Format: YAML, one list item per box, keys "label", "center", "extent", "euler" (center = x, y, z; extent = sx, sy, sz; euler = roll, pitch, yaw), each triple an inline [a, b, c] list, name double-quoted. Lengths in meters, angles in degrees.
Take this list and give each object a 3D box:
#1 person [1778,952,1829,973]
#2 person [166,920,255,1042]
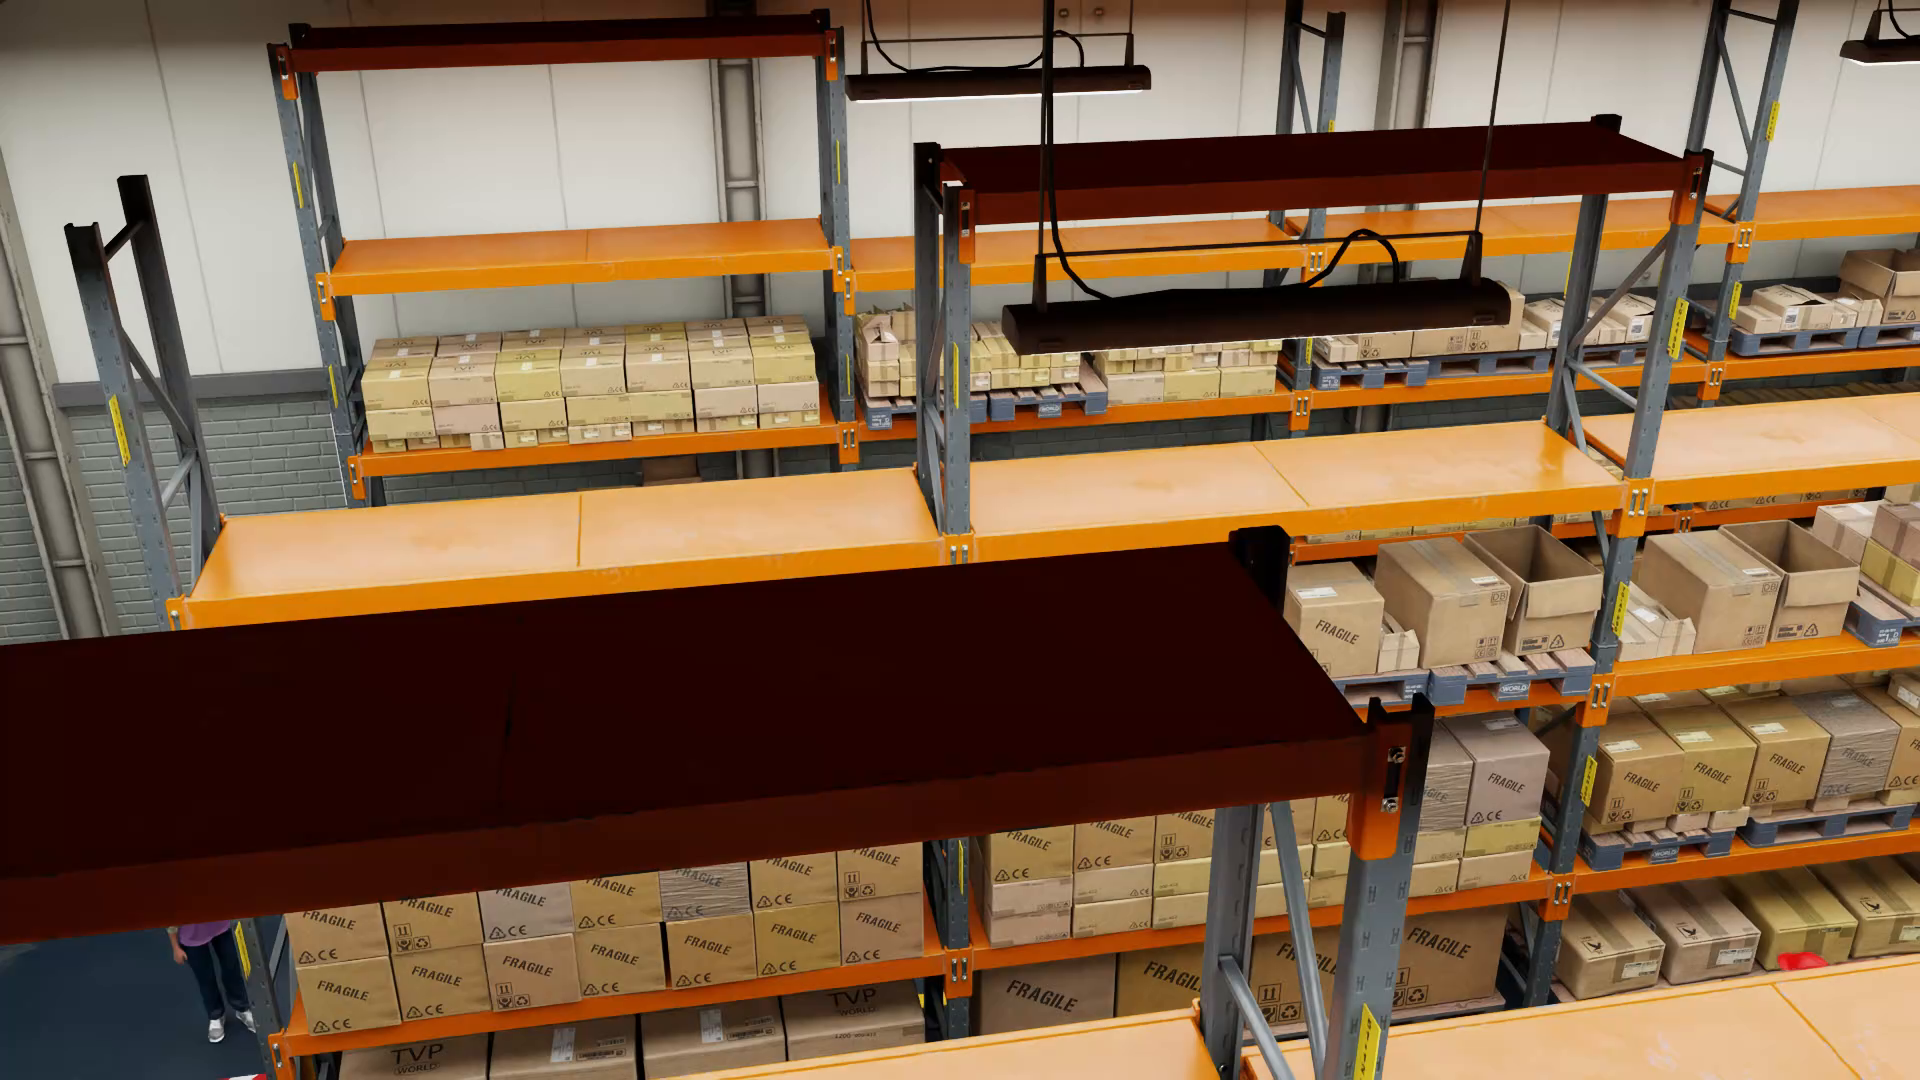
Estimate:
- label: "person"
  center: [4.784, 3.156, 9.707]
  extent: [0.594, 1.822, 0.494]
  euler: [-10, 28, -20]
- label: "person"
  center: [-5.005, 2.631, 11.040]
  extent: [0.374, 1.596, 0.449]
  euler: [20, 32, 35]
